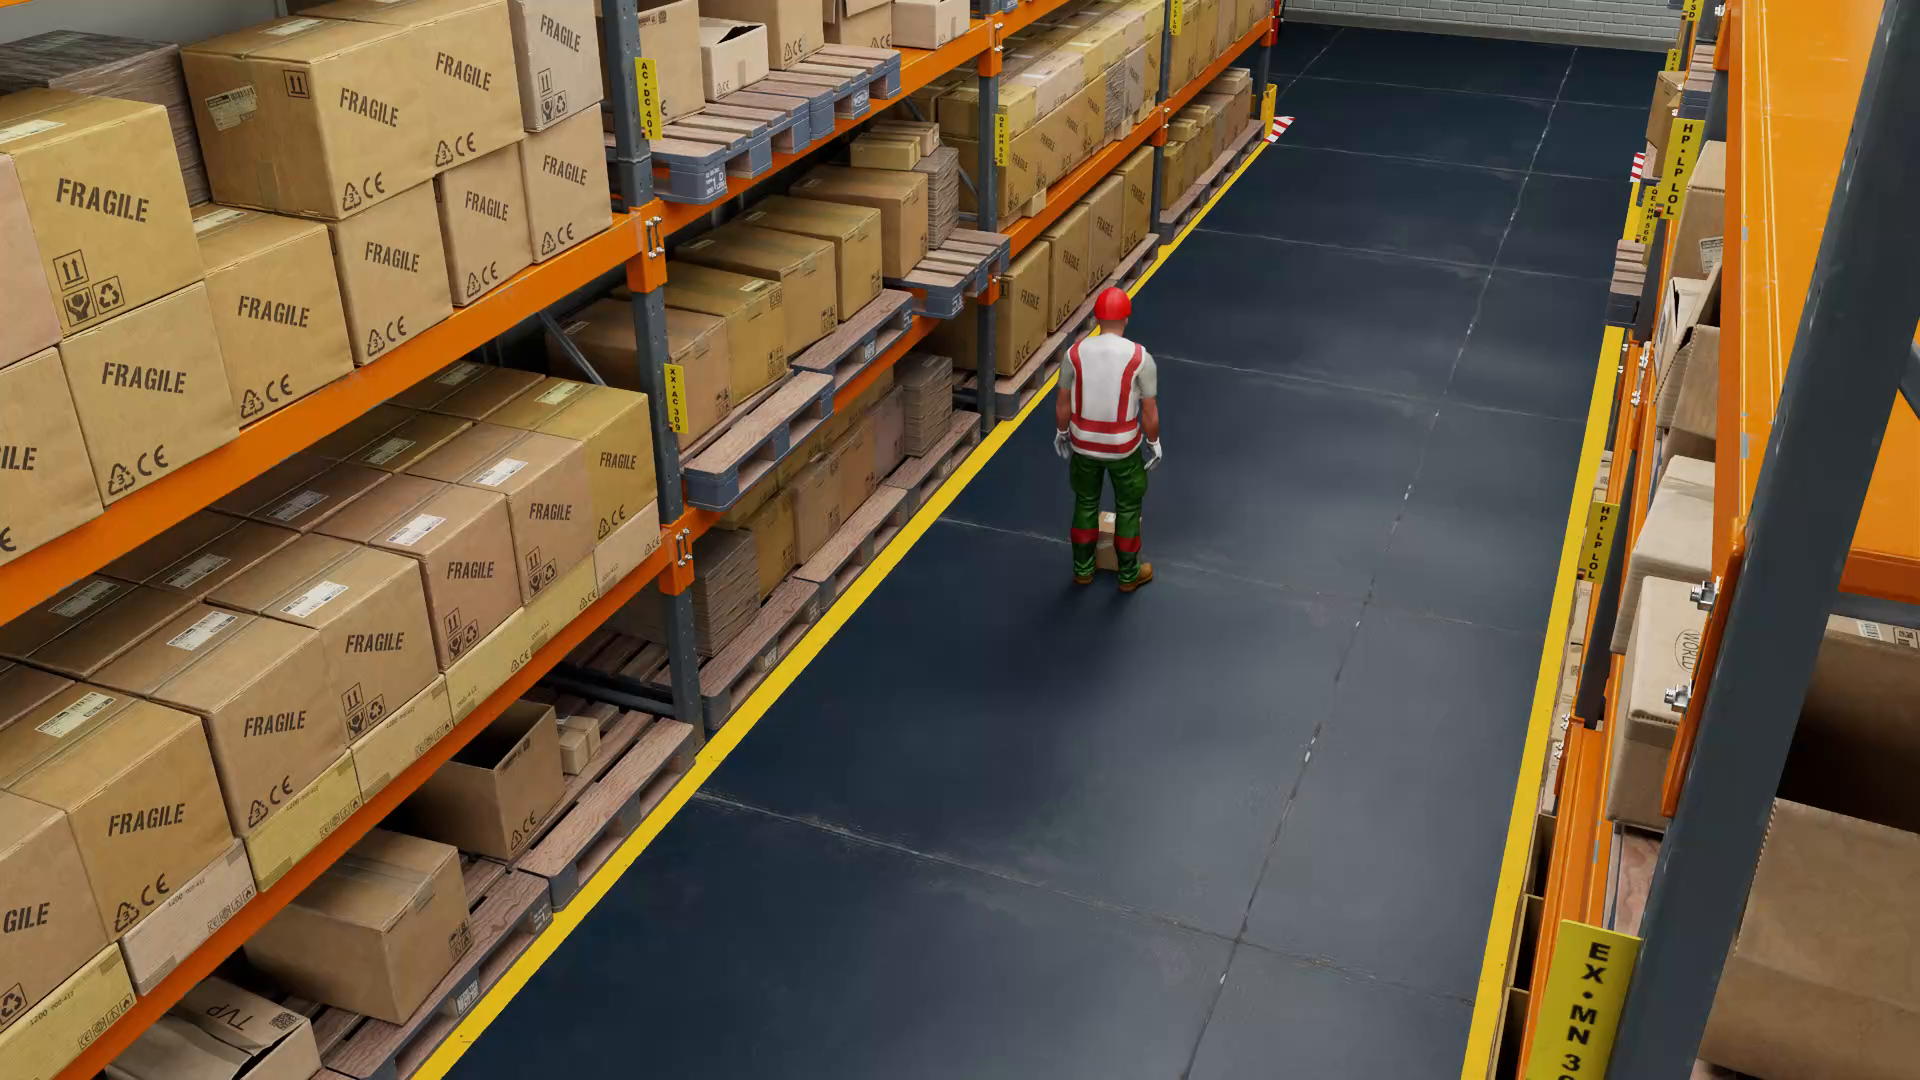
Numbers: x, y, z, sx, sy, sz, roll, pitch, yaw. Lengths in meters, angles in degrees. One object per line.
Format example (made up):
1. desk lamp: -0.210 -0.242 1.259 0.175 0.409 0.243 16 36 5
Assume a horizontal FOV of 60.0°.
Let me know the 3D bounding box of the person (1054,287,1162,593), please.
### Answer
1. person: 0.831 -0.555 9.371 0.621 1.780 0.445 10 31 17
